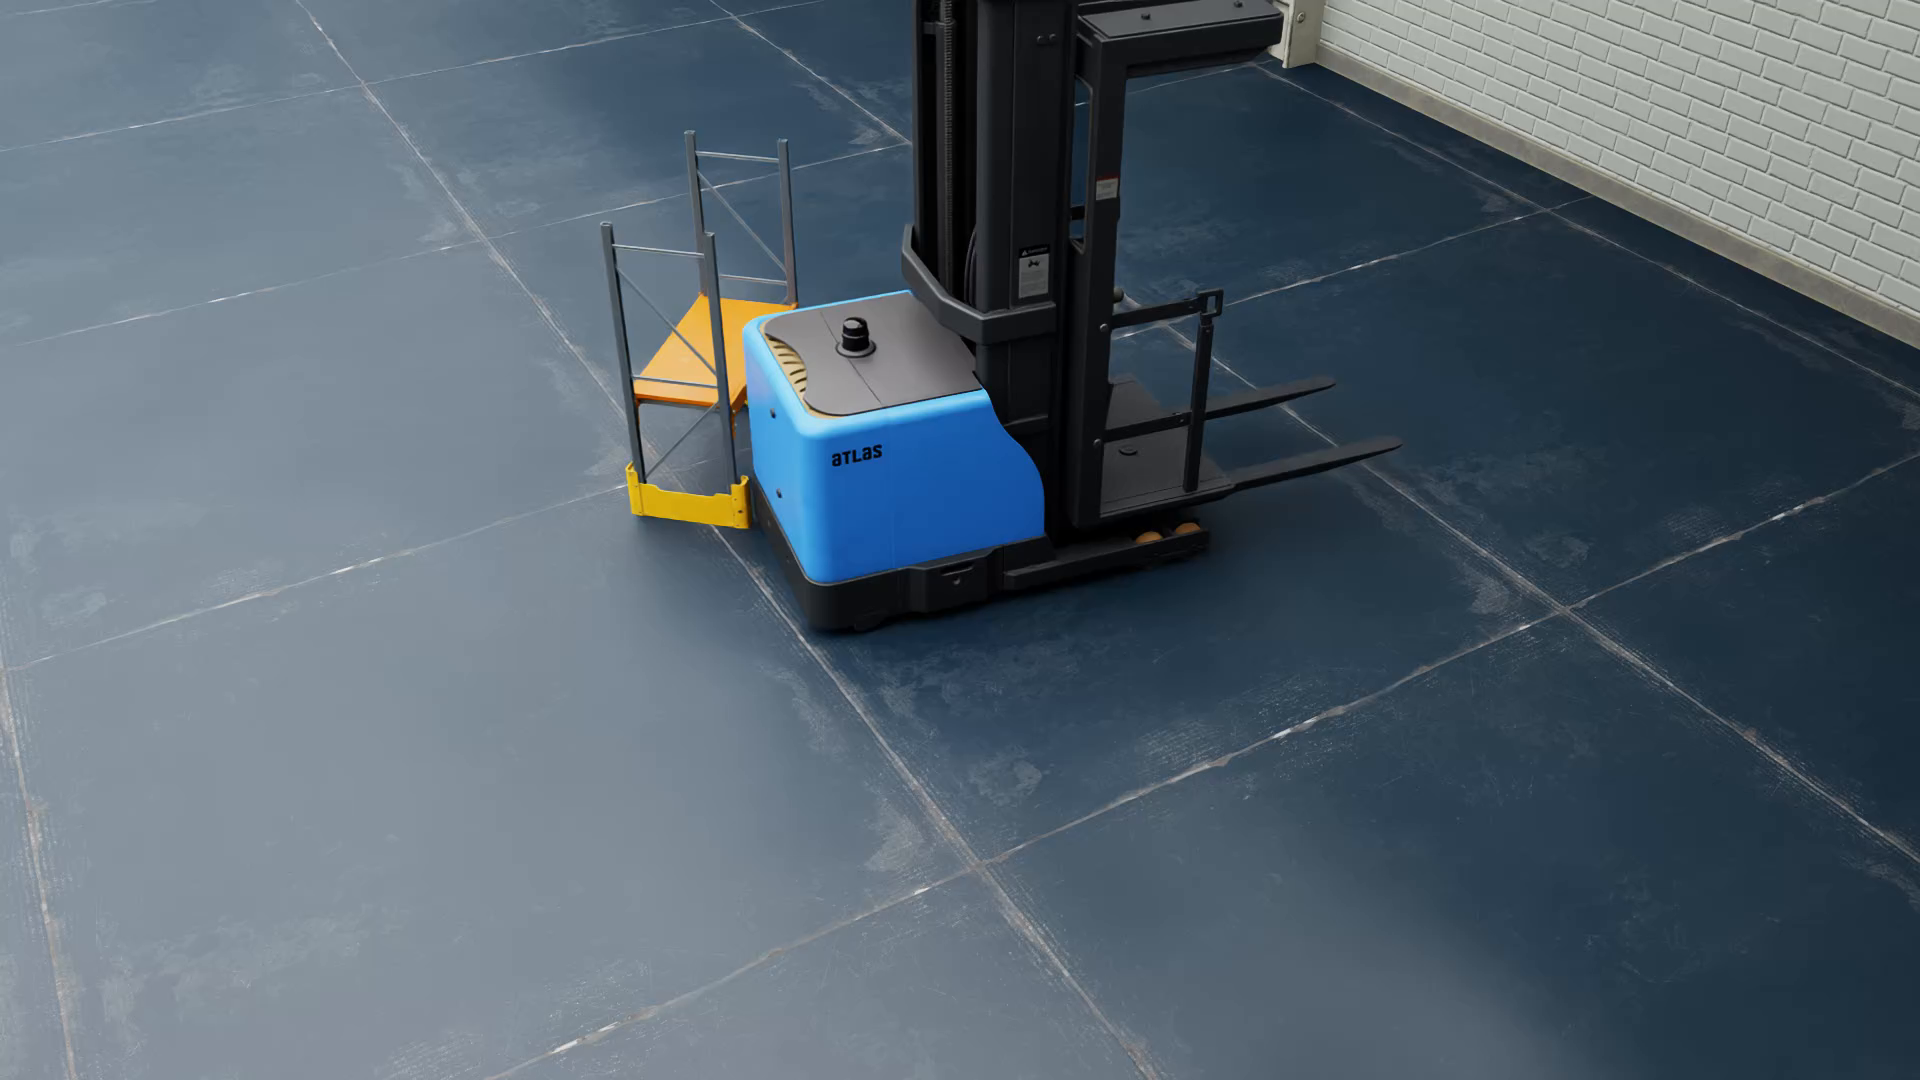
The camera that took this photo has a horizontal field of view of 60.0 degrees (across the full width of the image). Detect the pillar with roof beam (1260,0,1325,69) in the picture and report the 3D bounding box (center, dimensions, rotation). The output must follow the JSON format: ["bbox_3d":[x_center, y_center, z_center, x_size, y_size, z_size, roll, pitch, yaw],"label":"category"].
[{"bbox_3d":[-1.201,-6.095,8.466,9.100,9.000,0.400,-19,40,-24],"label":"pillar with roof beam"}]

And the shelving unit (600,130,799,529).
[{"bbox_3d":[-1.162,-1.001,7.849,0.587,1.500,1.083,8,37,10],"label":"shelving unit"}]

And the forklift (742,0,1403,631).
[{"bbox_3d":[0.605,-1.333,7.089,3.031,2.935,1.130,-13,38,-17],"label":"forklift"}]

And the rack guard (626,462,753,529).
[{"bbox_3d":[-1.273,-0.210,7.826,0.587,0.250,0.087,8,37,10],"label":"rack guard"}]

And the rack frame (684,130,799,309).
[{"bbox_3d":[-1.051,-1.288,8.242,0.500,1.500,0.032,8,37,10],"label":"rack frame"}]

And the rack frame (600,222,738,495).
[{"bbox_3d":[-1.277,-0.704,7.442,0.500,1.500,0.032,8,37,10],"label":"rack frame"}]

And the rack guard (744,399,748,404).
[{"bbox_3d":[-1.052,-0.783,8.610,0.587,0.250,0.087,8,37,10],"label":"rack guard"}]

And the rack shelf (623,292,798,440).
[{"bbox_3d":[-1.164,-0.851,7.948,0.538,0.185,1.000,8,37,10],"label":"rack shelf"}]
